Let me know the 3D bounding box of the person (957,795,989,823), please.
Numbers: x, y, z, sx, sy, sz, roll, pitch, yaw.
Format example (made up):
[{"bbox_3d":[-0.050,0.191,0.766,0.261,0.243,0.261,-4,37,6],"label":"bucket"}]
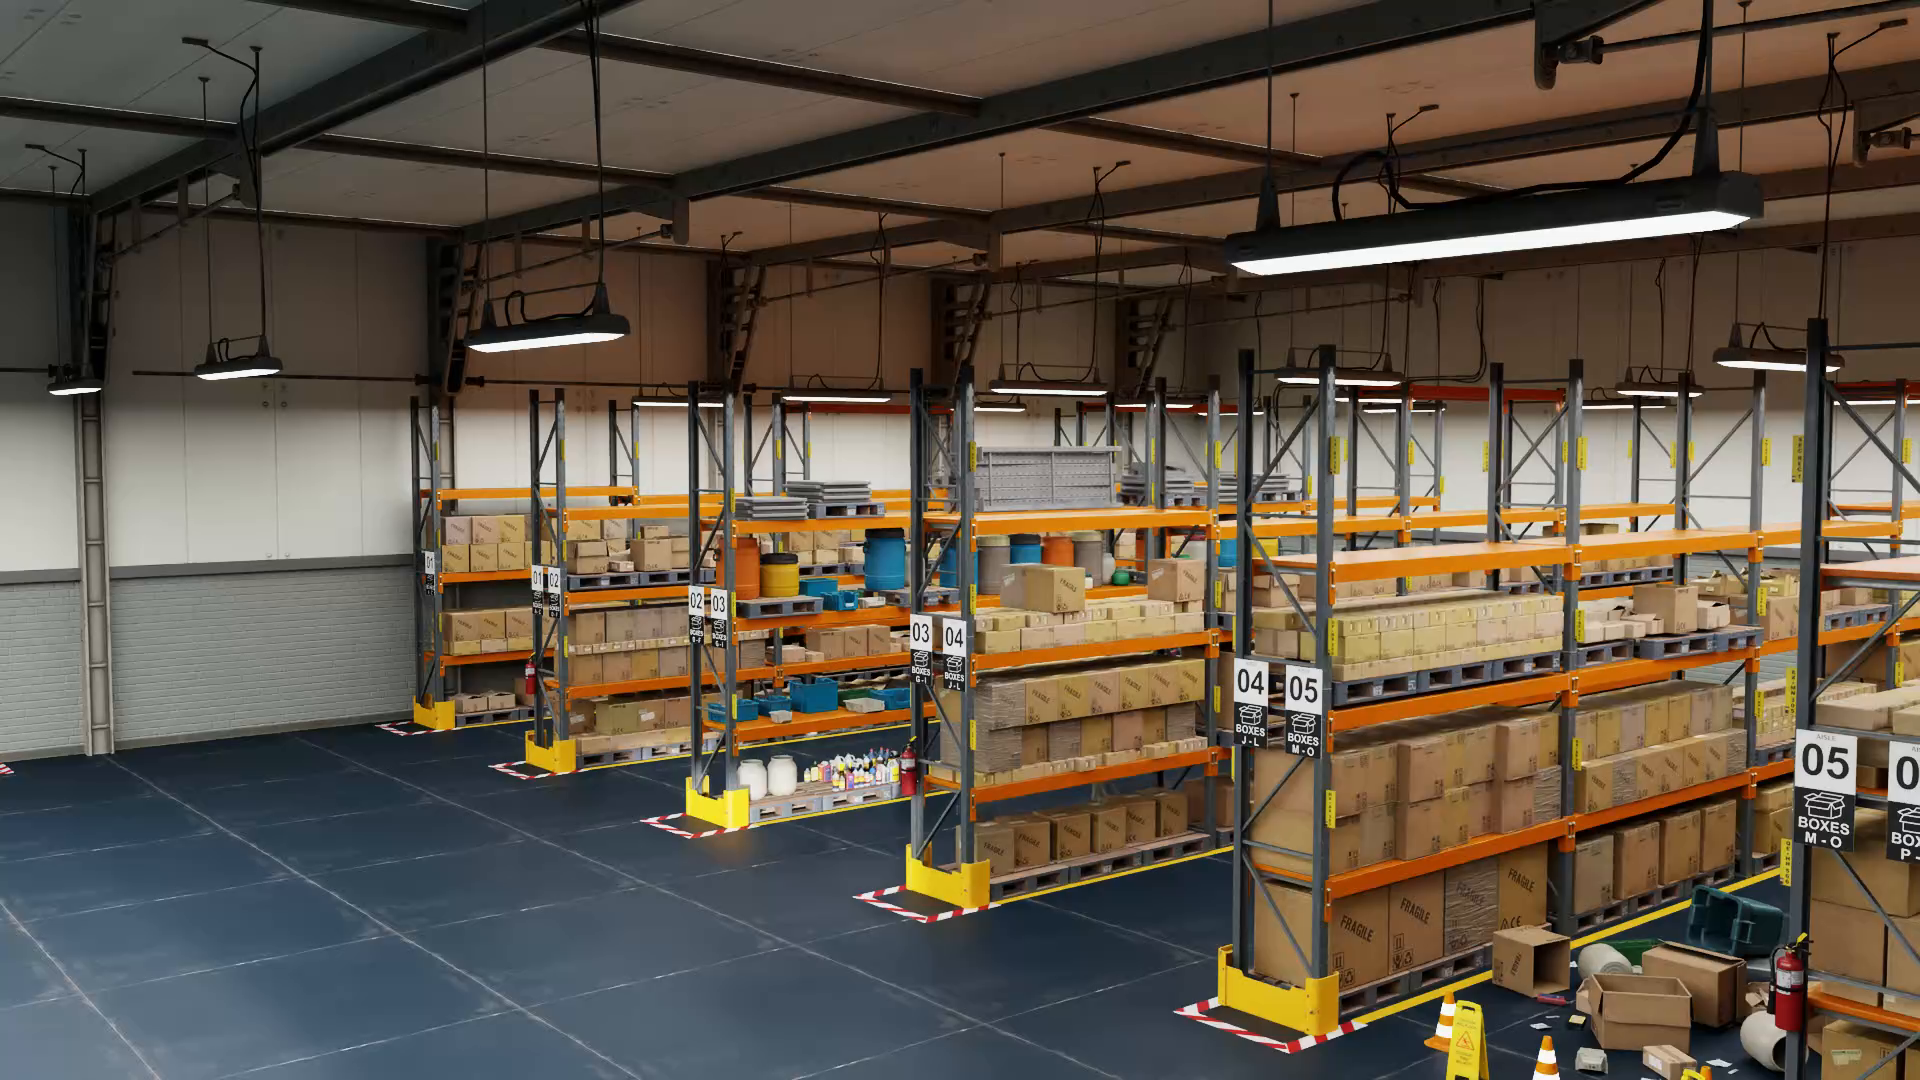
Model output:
[{"bbox_3d":[0.077,3.145,21.212,0.519,1.536,0.624,-3,4,-38],"label":"person"}]

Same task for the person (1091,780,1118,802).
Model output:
[{"bbox_3d":[1.952,2.977,22.908,0.797,1.731,0.554,-3,5,-43],"label":"person"}]
